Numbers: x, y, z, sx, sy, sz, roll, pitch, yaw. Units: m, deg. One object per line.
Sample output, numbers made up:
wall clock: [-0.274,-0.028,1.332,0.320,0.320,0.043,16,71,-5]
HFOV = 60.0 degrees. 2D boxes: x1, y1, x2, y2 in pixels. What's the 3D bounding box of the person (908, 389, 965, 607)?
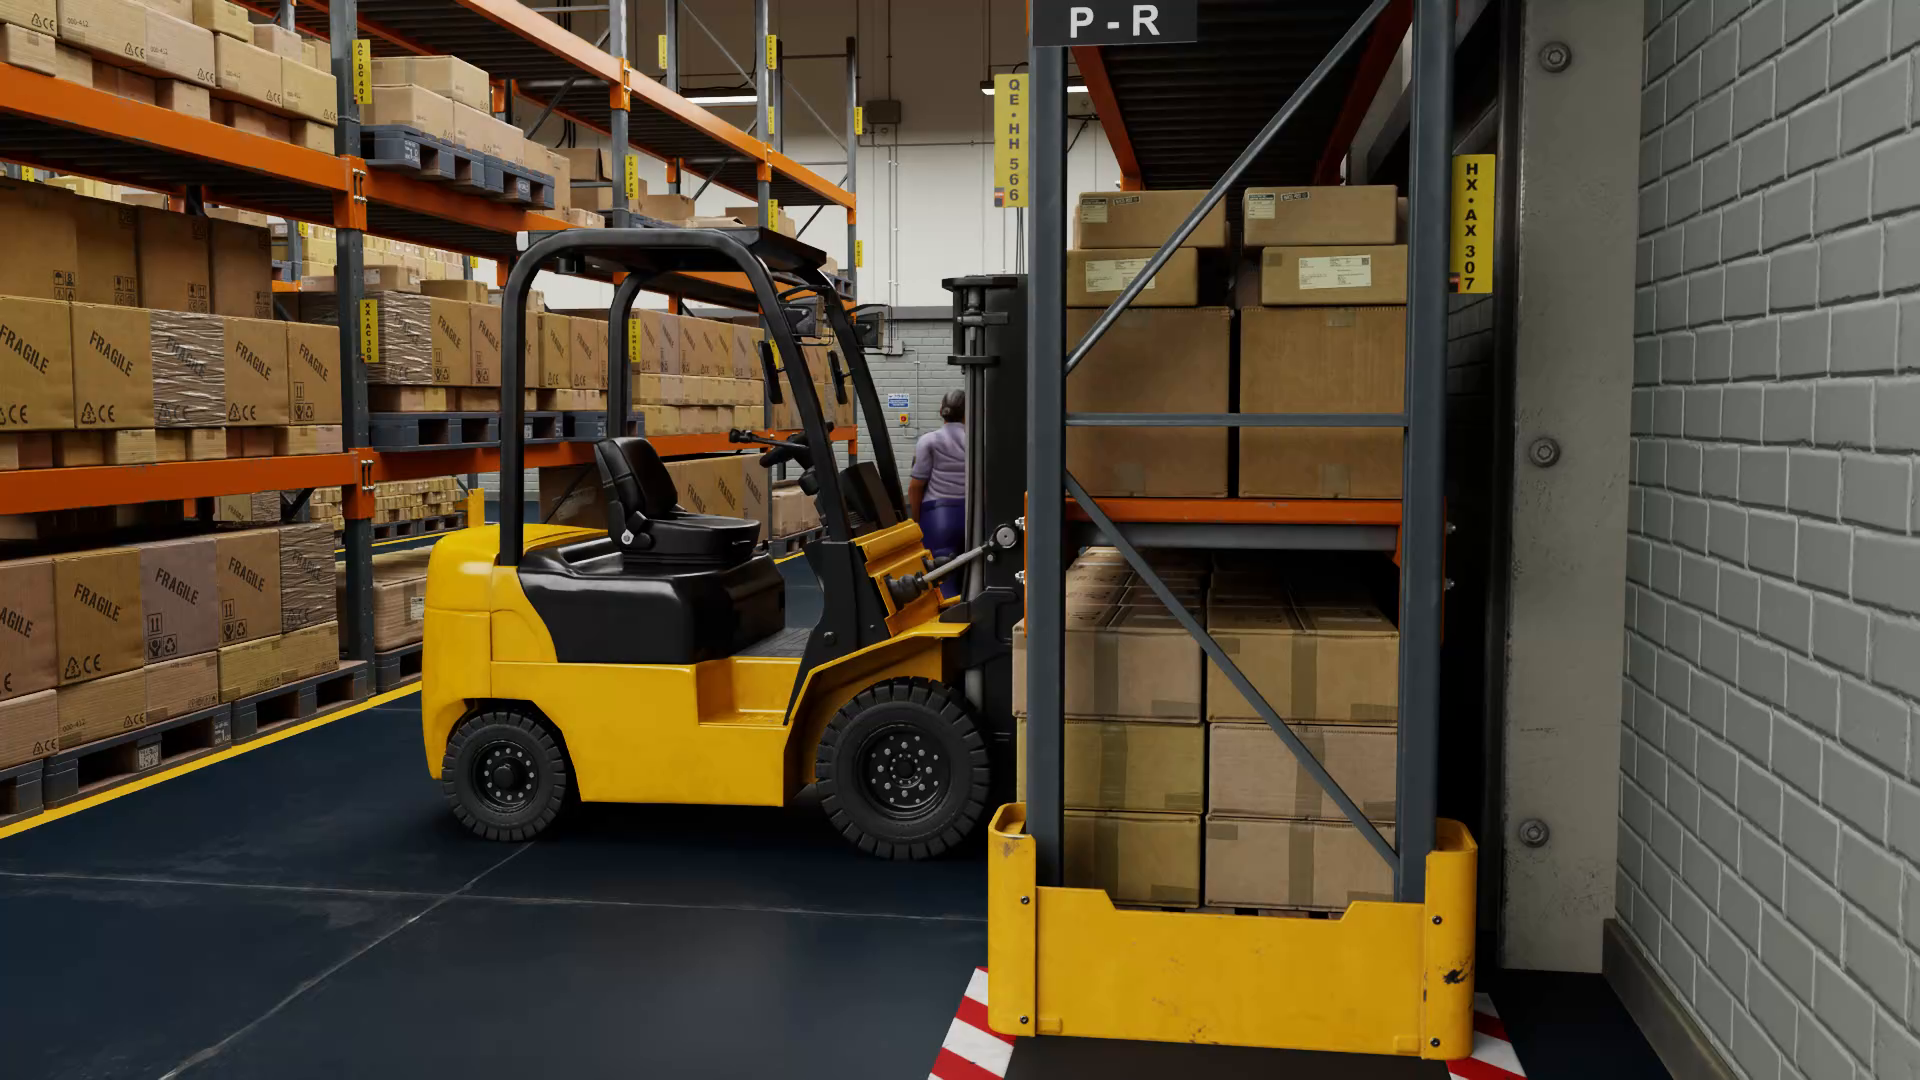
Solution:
person: [-0.033,-0.030,9.327,0.511,1.630,0.696,-2,5,-20]
